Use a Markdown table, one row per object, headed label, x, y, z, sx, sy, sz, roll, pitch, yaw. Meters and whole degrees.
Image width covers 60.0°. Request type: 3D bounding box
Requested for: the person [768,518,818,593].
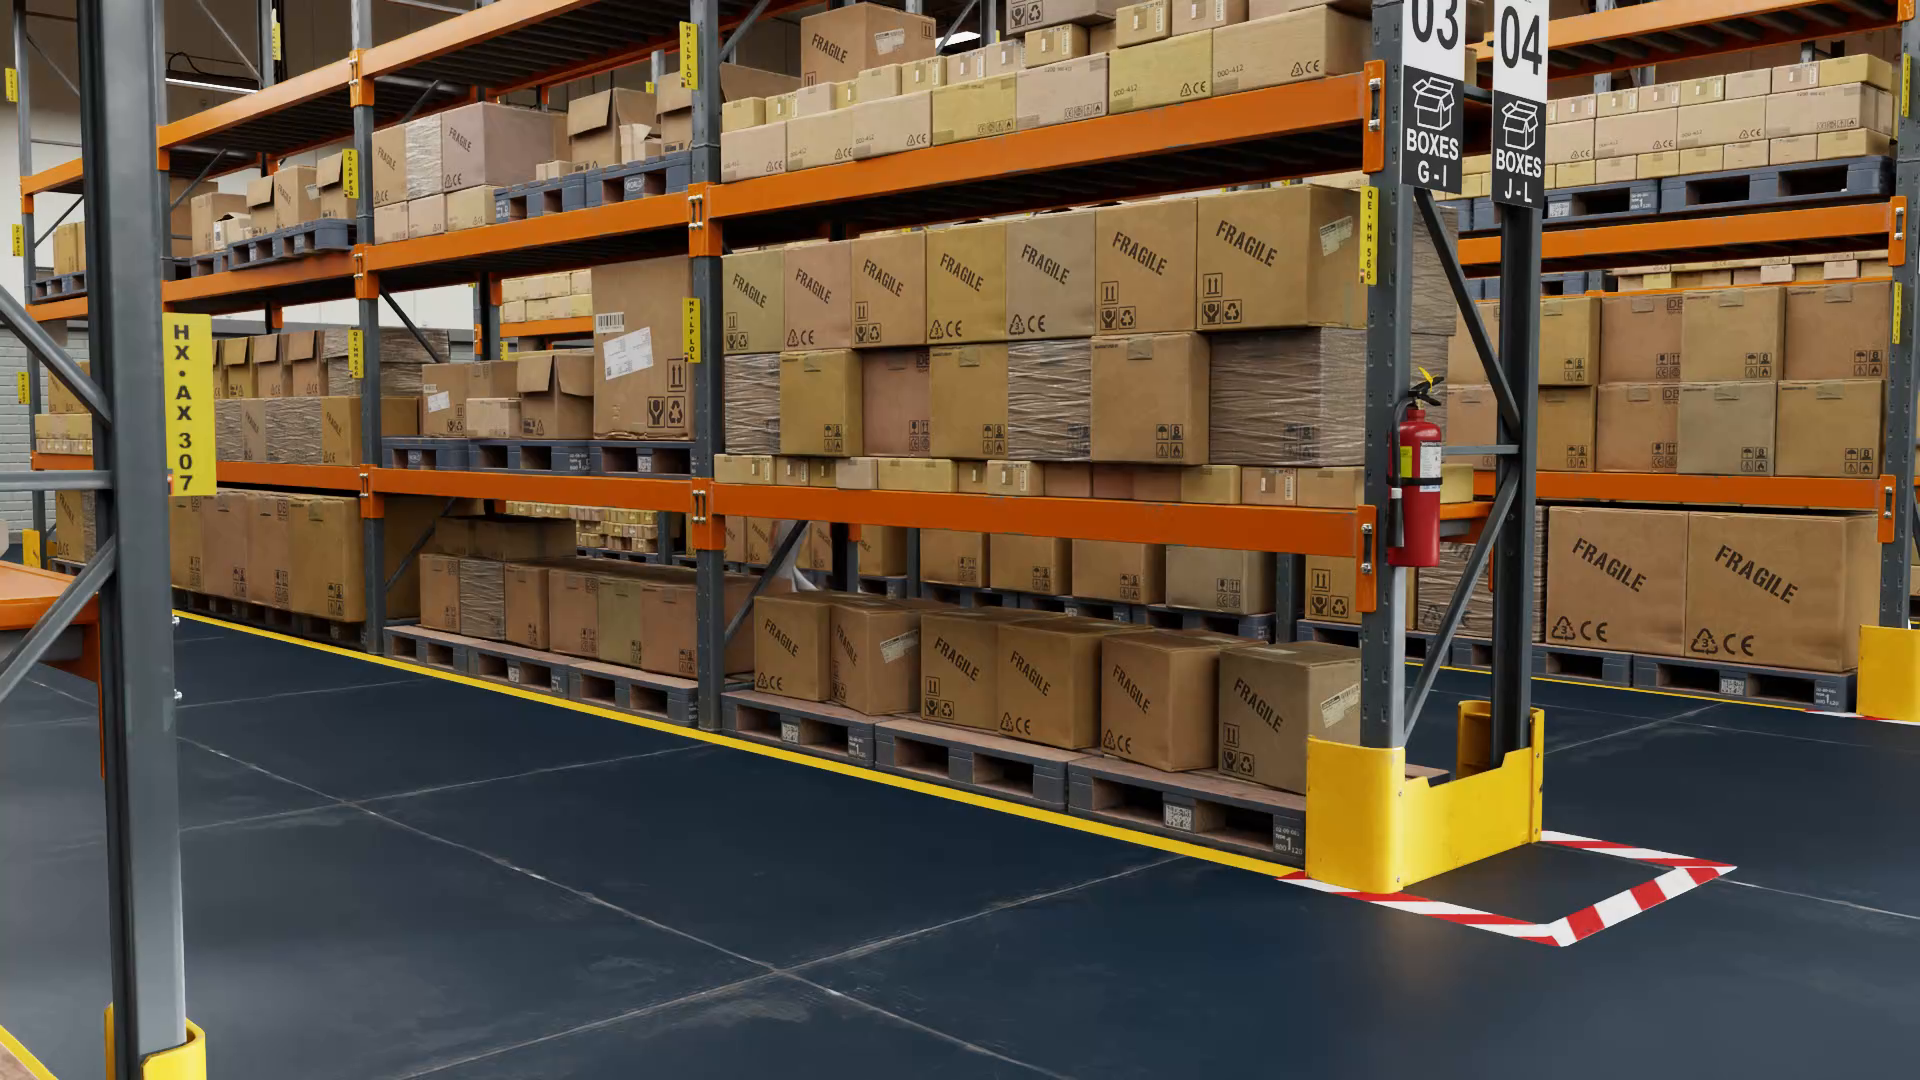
| label | x | y | z | sx | sy | sz | roll | pitch | yaw |
| --- | --- | --- | --- | --- | --- | --- | --- | --- | --- |
| person | -1.214 | -0.094 | 12.162 | 0.501 | 1.660 | 0.452 | 1 | 4 | 15 |
